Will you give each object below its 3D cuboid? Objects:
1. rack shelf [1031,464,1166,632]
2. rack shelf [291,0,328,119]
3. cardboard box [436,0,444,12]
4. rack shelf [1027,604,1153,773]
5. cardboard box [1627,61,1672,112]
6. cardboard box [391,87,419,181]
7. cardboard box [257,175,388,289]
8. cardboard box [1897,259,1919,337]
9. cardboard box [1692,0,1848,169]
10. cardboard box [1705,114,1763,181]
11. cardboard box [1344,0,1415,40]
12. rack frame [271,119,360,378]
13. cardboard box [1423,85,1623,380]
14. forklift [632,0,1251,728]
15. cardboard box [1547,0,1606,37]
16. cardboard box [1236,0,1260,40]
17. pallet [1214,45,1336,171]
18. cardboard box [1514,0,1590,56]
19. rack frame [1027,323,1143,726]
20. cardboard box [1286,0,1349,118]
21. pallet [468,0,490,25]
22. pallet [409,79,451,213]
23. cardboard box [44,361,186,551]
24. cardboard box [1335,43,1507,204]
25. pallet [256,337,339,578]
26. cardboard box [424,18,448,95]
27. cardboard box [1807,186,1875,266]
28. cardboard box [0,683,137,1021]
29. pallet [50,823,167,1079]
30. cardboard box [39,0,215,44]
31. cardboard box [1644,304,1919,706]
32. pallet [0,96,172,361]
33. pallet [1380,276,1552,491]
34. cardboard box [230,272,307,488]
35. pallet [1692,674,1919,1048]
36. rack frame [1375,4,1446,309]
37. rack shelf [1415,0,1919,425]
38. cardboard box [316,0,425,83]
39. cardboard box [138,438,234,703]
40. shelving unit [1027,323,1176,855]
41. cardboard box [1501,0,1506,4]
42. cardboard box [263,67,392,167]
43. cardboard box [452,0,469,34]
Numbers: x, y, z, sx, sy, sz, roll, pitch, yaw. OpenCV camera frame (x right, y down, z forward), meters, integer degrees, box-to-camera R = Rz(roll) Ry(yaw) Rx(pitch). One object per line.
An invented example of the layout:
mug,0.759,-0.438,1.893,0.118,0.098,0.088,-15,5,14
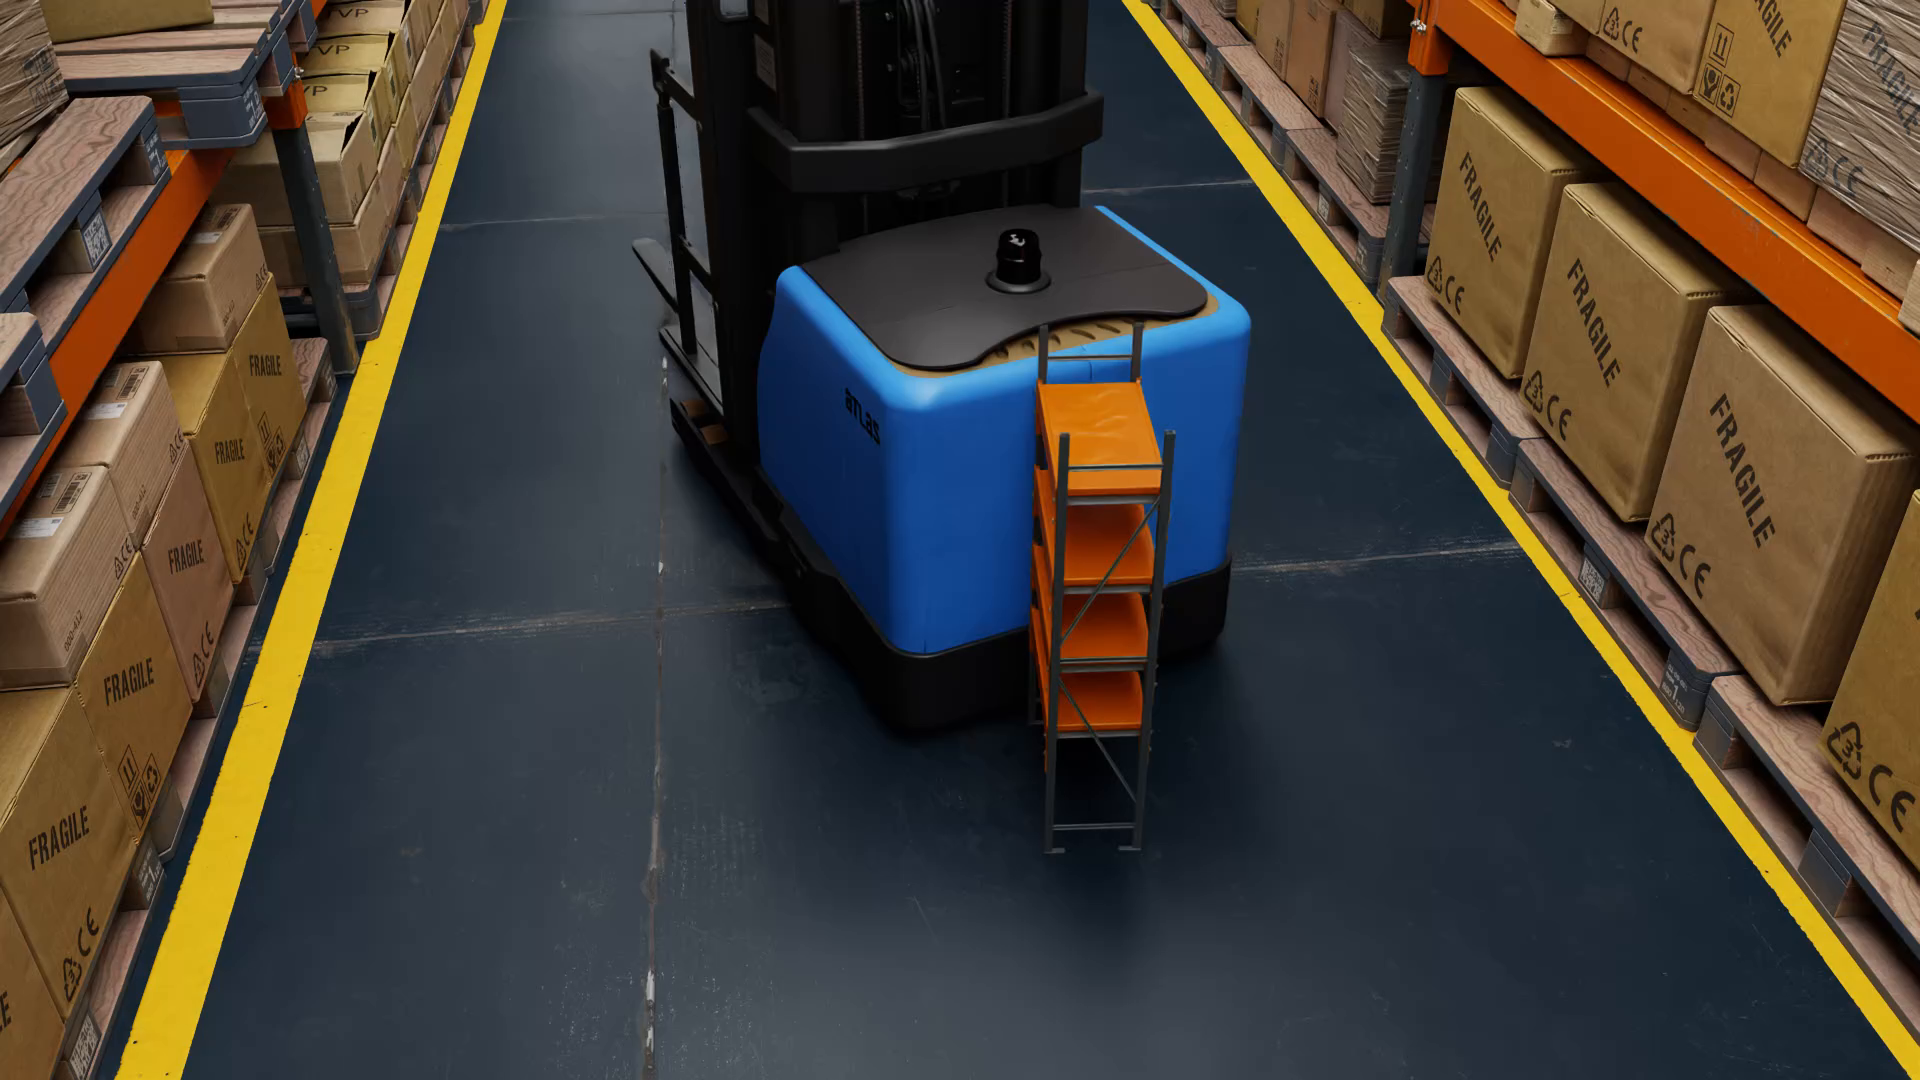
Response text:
rack shelf,0.315,0.008,3.895,0.258,0.148,0.480,-1,34,-2
rack shelf,-3.005,-2.658,7.125,1.077,0.370,4.000,-4,35,-6
cardboard box,-2.859,-2.846,8.333,0.500,0.311,0.500,-3,34,-5
rack shelf,0.315,0.357,4.133,0.258,0.148,0.480,-1,34,-2
cardboard box,2.164,-1.348,4.770,0.380,0.149,0.250,-4,34,-5
cardboard box,-2.660,-1.761,7.239,0.500,0.250,0.500,-5,35,-8
cardboard box,-2.515,-1.191,6.402,0.500,0.250,0.500,-4,35,-7
cardboard box,2.243,-0.486,3.504,0.380,0.149,0.250,-4,35,-6
cardboard box,2.189,-1.238,4.033,0.500,0.500,0.500,-3,34,-5
cardboard box,2.204,-1.064,4.353,0.380,0.149,0.250,-4,34,-6
cardboard box,2.009,-2.396,7.265,0.500,0.250,0.500,-4,34,-5
rack frame,-2.736,-1.839,5.285,1.000,3.000,0.127,-4,35,-6
cardboard box,2.141,-1.081,5.709,0.750,0.750,0.750,-5,35,-7
forklift,-0.337,-1.529,4.891,1.130,2.935,3.031,-15,37,-21
cardboard box,2.045,-1.805,4.865,0.500,0.500,0.500,-3,34,-5
cardboard box,1.869,-2.903,8.675,0.700,0.500,0.500,-5,35,-7
pallet,1.908,-2.179,8.260,1.003,0.211,1.213,-4,35,-6
cardboard box,1.964,-1.623,5.174,0.380,0.149,0.250,-3,34,-5
rack frame,0.304,0.000,4.184,0.240,1.200,0.015,-1,34,-2
cardboard box,1.975,-2.334,7.841,0.700,0.500,0.500,-5,35,-7
pallet,-3.339,-3.366,10.001,1.003,0.211,1.213,-4,35,-6
pallet,-2.969,-1.828,7.745,1.003,0.211,1.213,-4,35,-6
cardboard box,-2.224,-0.192,4.031,0.500,0.250,0.500,-5,35,-7
cardboard box,2.024,-1.763,7.002,0.700,0.500,0.500,-4,34,-6
pallet,-2.673,-0.267,5.454,1.003,0.211,1.213,-4,35,-6
cardboard box,-2.795,-2.331,8.076,0.500,0.250,0.500,-4,34,-5
cardboard box,2.257,-0.768,3.919,0.380,0.149,0.250,-5,35,-8
cardboard box,-2.104,0.659,3.448,0.500,0.500,0.500,-4,34,-6
pallet,-2.345,1.095,3.457,1.003,0.211,1.213,-4,35,-6
cardboard box,-2.540,-1.711,4.635,0.700,0.500,0.500,-16,37,-22
cardboard box,2.372,-0.118,4.295,0.750,0.750,0.750,-3,34,-5
pallet,-2.470,-0.675,3.747,1.003,0.211,1.213,-4,35,-6
pallet,2.204,-0.618,5.970,1.003,0.211,1.213,-4,35,-6
cardboard box,-2.377,-0.484,5.125,0.500,0.500,0.500,-3,34,-5
pallet,2.532,0.743,3.972,1.003,0.211,1.213,-4,35,-6
rack frame,2.172,-2.216,5.838,1.000,3.000,0.127,-4,35,-6
rack shelf,2.441,-0.803,4.403,1.077,0.370,4.000,-4,35,-6
cardboard box,-2.730,-2.287,7.512,0.500,0.311,0.500,-5,35,-7
cardboard box,-2.231,0.098,4.272,0.500,0.500,0.500,-6,35,-8
shelving unit,0.315,0.137,3.983,0.258,1.200,0.503,-1,34,-2
cardboard box,1.987,-1.919,5.608,0.380,0.149,0.250,-5,35,-7
cardboard box,-2.594,-1.715,6.674,0.500,0.311,0.500,-5,35,-8
cardboard box,-2.931,-2.899,8.909,0.500,0.250,0.500,-5,35,-7
